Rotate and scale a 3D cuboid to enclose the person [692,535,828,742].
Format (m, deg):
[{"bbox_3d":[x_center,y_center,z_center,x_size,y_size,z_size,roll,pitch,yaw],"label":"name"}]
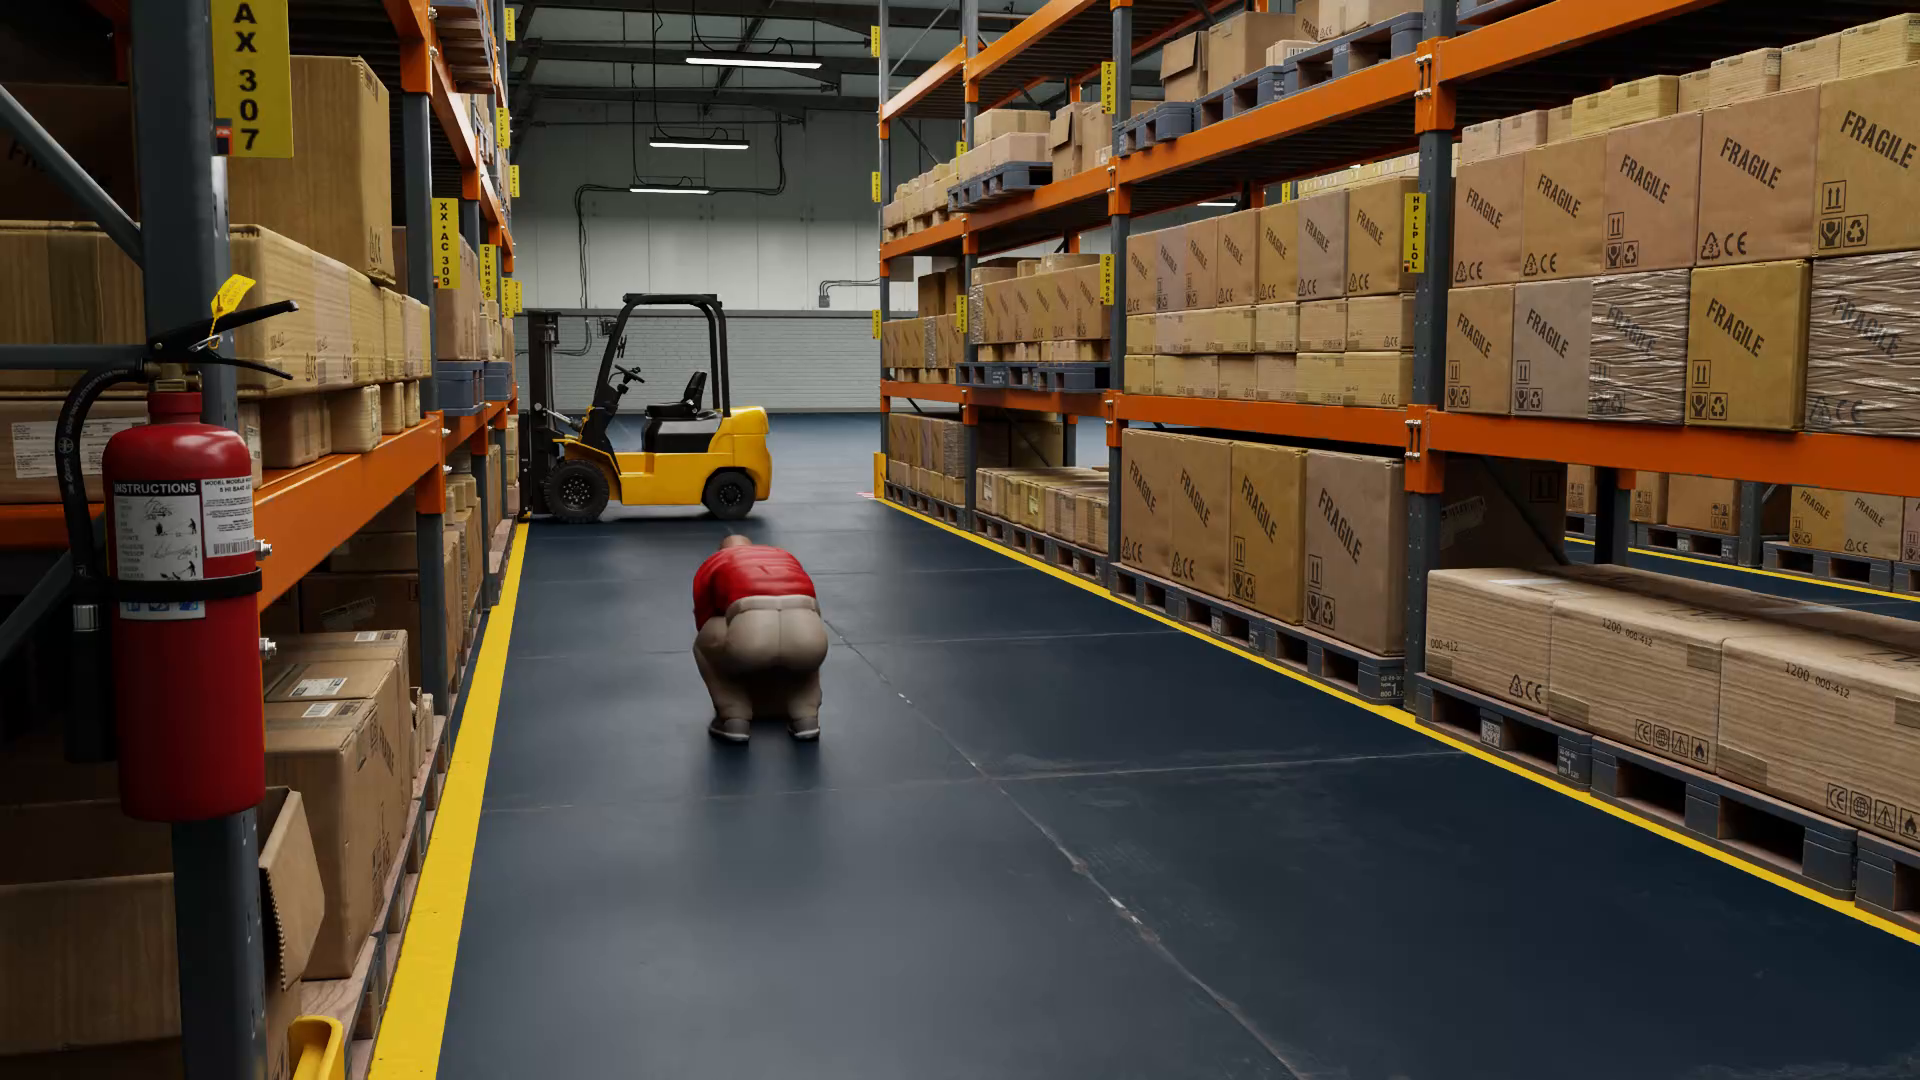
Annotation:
[{"bbox_3d":[-0.827,0.424,6.862,0.537,0.827,0.912,-2,6,-15],"label":"person"}]
